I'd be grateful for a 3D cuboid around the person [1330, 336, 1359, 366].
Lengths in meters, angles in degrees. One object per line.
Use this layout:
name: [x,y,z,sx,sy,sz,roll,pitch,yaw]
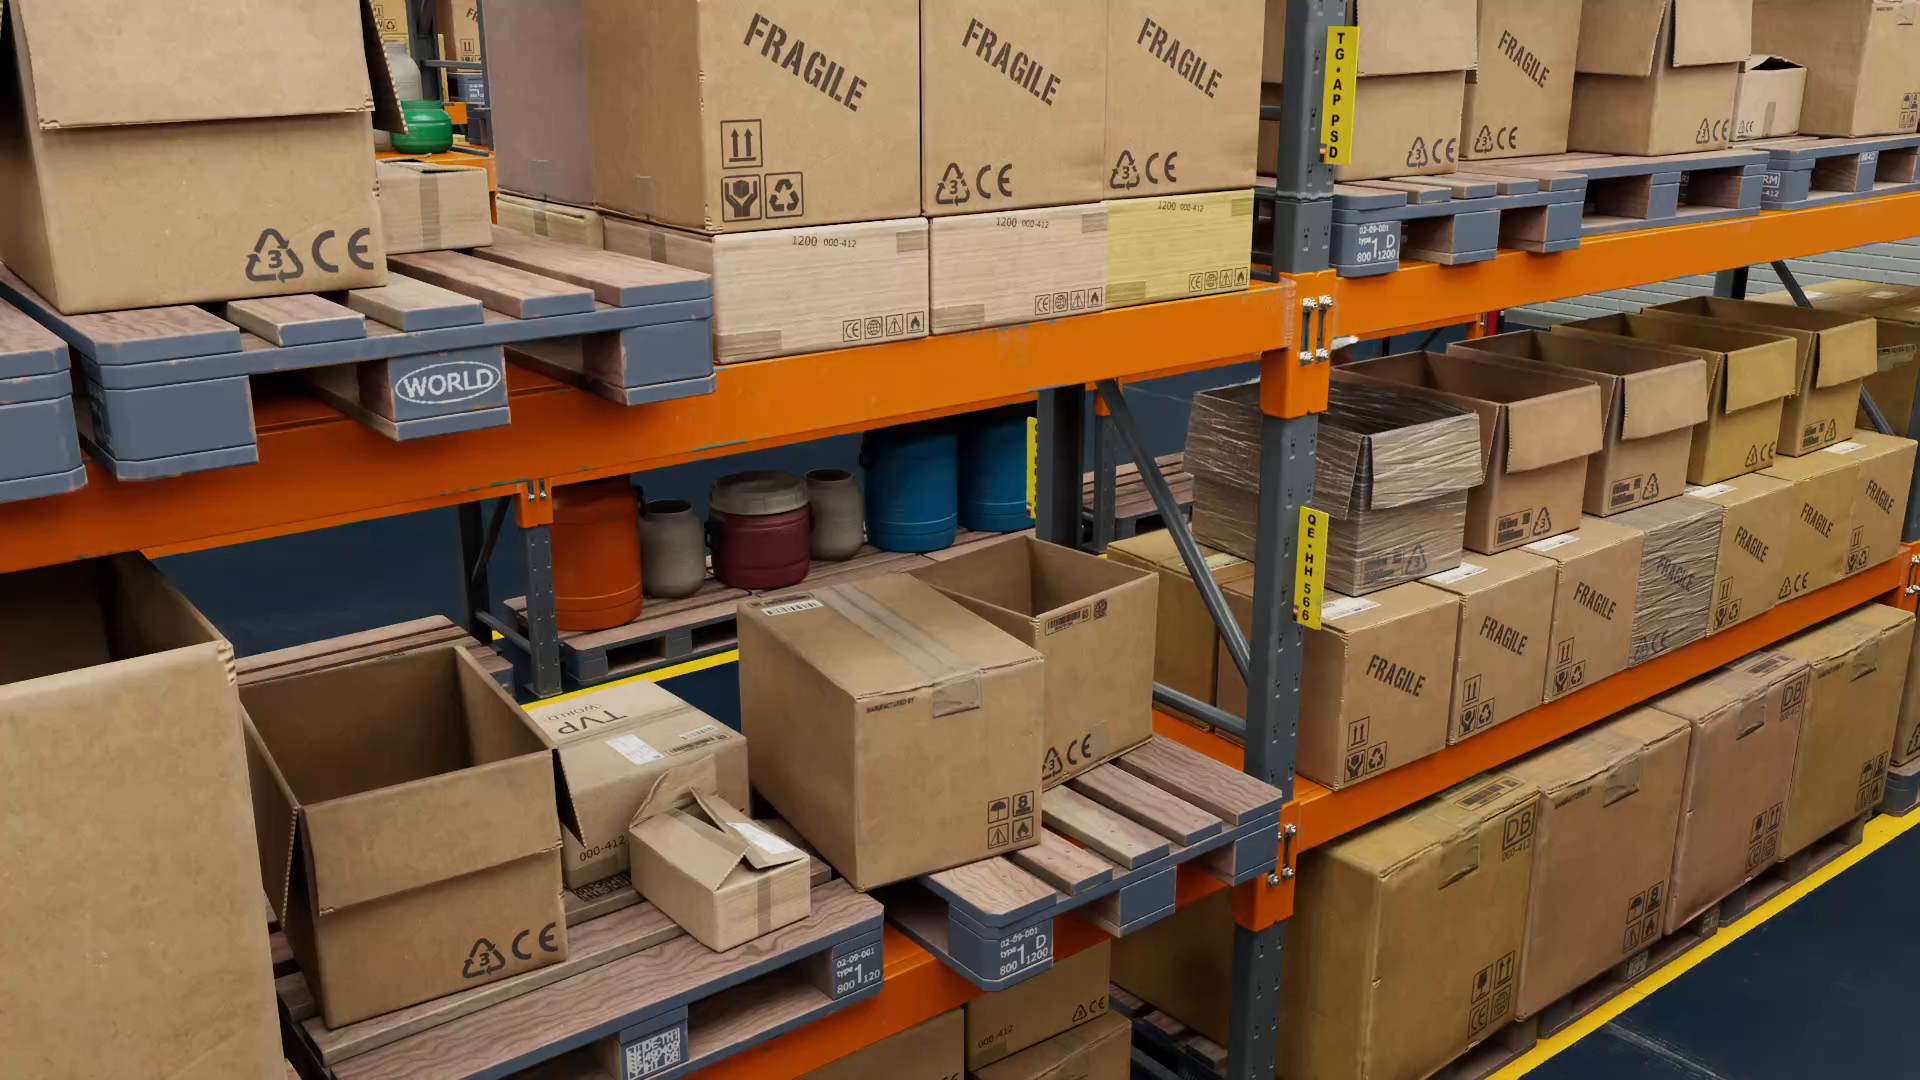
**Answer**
person: [2.113,-0.416,9.779,0.812,1.743,0.569,-7,19,-22]
